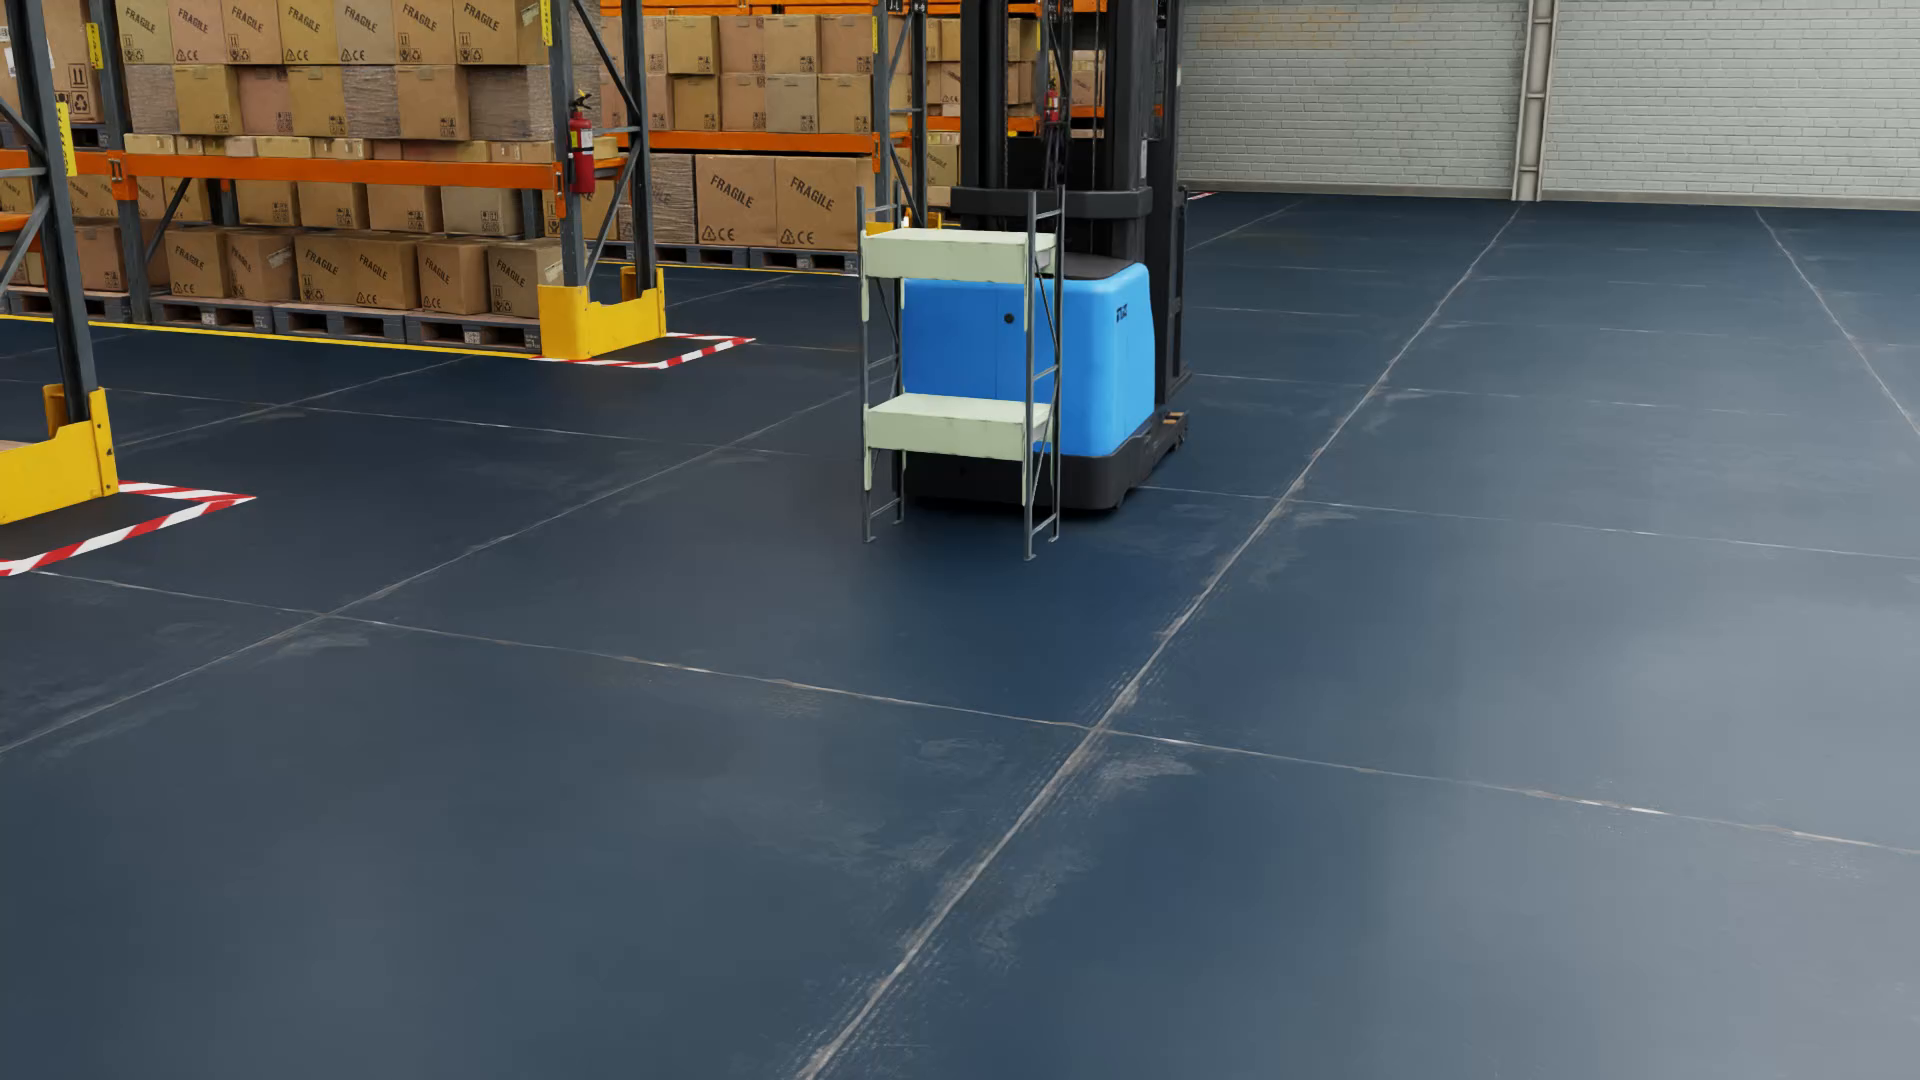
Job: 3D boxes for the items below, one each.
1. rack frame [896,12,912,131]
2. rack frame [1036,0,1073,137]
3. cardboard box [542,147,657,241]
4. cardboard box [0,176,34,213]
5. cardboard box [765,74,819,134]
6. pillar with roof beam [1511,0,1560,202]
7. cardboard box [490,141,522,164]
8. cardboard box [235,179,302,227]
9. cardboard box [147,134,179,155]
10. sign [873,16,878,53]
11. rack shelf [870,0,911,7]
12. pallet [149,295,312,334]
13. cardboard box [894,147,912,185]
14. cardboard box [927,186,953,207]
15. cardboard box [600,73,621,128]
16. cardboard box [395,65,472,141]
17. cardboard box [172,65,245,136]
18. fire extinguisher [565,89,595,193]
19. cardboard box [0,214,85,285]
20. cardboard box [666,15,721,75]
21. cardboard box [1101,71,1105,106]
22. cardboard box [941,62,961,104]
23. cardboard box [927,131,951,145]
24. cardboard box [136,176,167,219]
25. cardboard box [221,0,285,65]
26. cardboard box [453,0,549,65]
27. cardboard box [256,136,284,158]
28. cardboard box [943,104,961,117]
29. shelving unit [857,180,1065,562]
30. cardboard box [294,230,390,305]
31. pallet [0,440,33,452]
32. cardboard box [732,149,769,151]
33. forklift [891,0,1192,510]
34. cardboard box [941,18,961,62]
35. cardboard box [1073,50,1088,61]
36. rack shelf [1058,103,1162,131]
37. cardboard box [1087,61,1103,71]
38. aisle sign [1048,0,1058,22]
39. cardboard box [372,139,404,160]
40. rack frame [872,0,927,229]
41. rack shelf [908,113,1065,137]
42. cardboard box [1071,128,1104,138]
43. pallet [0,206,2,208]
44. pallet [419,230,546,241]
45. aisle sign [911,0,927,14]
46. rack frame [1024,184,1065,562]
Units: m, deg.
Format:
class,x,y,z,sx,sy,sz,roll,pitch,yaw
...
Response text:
class,x,y,z,sx,sy,sz,roll,pitch,yaw
rack frame,-0.747,-7.100,26.251,0.127,3.000,1.000,6,17,21
rack frame,1.156,-5.403,20.406,0.127,3.000,1.000,6,17,21
cardboard box,-3.728,-3.617,17.311,0.875,0.875,0.875,7,17,21
cardboard box,-11.139,-4.194,19.969,0.500,0.500,0.500,7,18,23
cardboard box,-1.447,-4.258,16.192,0.550,0.550,0.875,6,17,21
pillar with roof beam,6.659,-8.147,19.095,0.400,9.000,9.100,6,17,21
cardboard box,-3.053,-2.714,11.592,0.250,0.149,0.380,6,17,21
cardboard box,-7.474,-3.963,18.727,0.750,0.750,1.050,6,17,20
cardboard box,-5.883,-2.993,12.553,0.250,0.149,0.380,6,17,21
sign,-0.778,-4.640,15.274,0.005,0.325,0.100,6,17,21
rack shelf,-2.426,-5.409,16.335,4.000,0.370,1.077,6,17,21
pallet,-5.563,-1.844,13.146,1.213,0.211,1.003,6,17,21
cardboard box,-0.638,-4.765,21.040,0.500,0.500,0.500,6,17,19
cardboard box,-0.173,-4.352,20.965,0.500,0.250,0.500,6,17,21
cardboard box,-3.419,-4.505,17.044,0.550,0.550,0.875,6,17,21
cardboard box,-3.491,-3.107,11.784,0.500,0.500,0.875,6,17,21
cardboard box,-5.353,-3.311,12.485,0.500,0.500,0.875,6,17,21
fire extinguisher,-2.542,-2.665,11.111,0.183,0.674,0.296,6,17,21
cardboard box,-7.722,-2.432,13.866,0.500,0.500,0.700,5,17,16
cardboard box,-2.454,-4.893,16.442,0.500,0.550,0.875,6,17,21
cardboard box,2.420,-6.721,24.766,0.500,0.500,0.500,6,17,19
cardboard box,0.086,-5.631,20.476,0.500,0.500,0.500,6,17,21
cardboard box,-0.283,-5.017,20.746,0.250,0.149,0.380,7,17,22
cardboard box,-9.198,-3.982,19.241,0.500,0.500,0.500,7,18,23
cardboard box,-4.945,-3.699,12.030,0.500,0.500,0.500,6,17,21
cardboard box,-3.082,-3.496,11.331,0.500,0.500,0.500,6,17,21
cardboard box,-4.939,-2.900,12.234,0.250,0.149,0.380,6,17,21
cardboard box,-0.028,-5.313,20.545,0.250,0.149,0.380,7,17,22
shelving unit,0.006,-0.720,6.962,0.755,1.500,0.431,6,17,21
cardboard box,-4.701,-2.093,12.732,0.500,0.500,0.500,5,17,16
pallet,-5.139,-0.290,7.792,1.213,0.211,1.003,6,17,21
cardboard box,-3.282,-6.439,27.478,0.625,0.625,0.875,7,18,22
forklift,0.611,-1.911,8.498,1.130,2.935,3.031,5,17,17
cardboard box,0.133,-6.124,20.381,0.500,0.500,0.700,6,17,21
cardboard box,1.865,-7.257,24.915,0.250,0.149,0.380,6,17,21
rack shelf,1.114,-6.550,25.647,4.000,0.370,1.077,6,17,21
cardboard box,2.081,-7.074,24.819,0.250,0.149,0.380,7,17,22
aisle sign,1.108,-6.570,19.762,0.004,0.787,0.394,6,17,21
cardboard box,-3.990,-2.812,11.929,0.250,0.149,0.380,6,17,21
rack frame,-0.566,-4.109,15.948,0.127,3.000,1.000,6,17,21
rack shelf,-0.704,-5.262,21.211,4.000,0.370,1.077,6,17,21
cardboard box,1.954,-6.069,25.085,0.500,0.250,0.500,7,17,22
pallet,-12.367,-4.057,20.770,1.213,0.211,1.003,6,17,21
pallet,-5.032,-3.239,17.951,1.213,0.211,1.003,6,17,21
aisle sign,-0.390,-5.428,15.829,0.004,0.787,0.394,6,17,21
rack frame,0.347,-0.682,6.833,0.023,1.500,0.400,6,17,21
